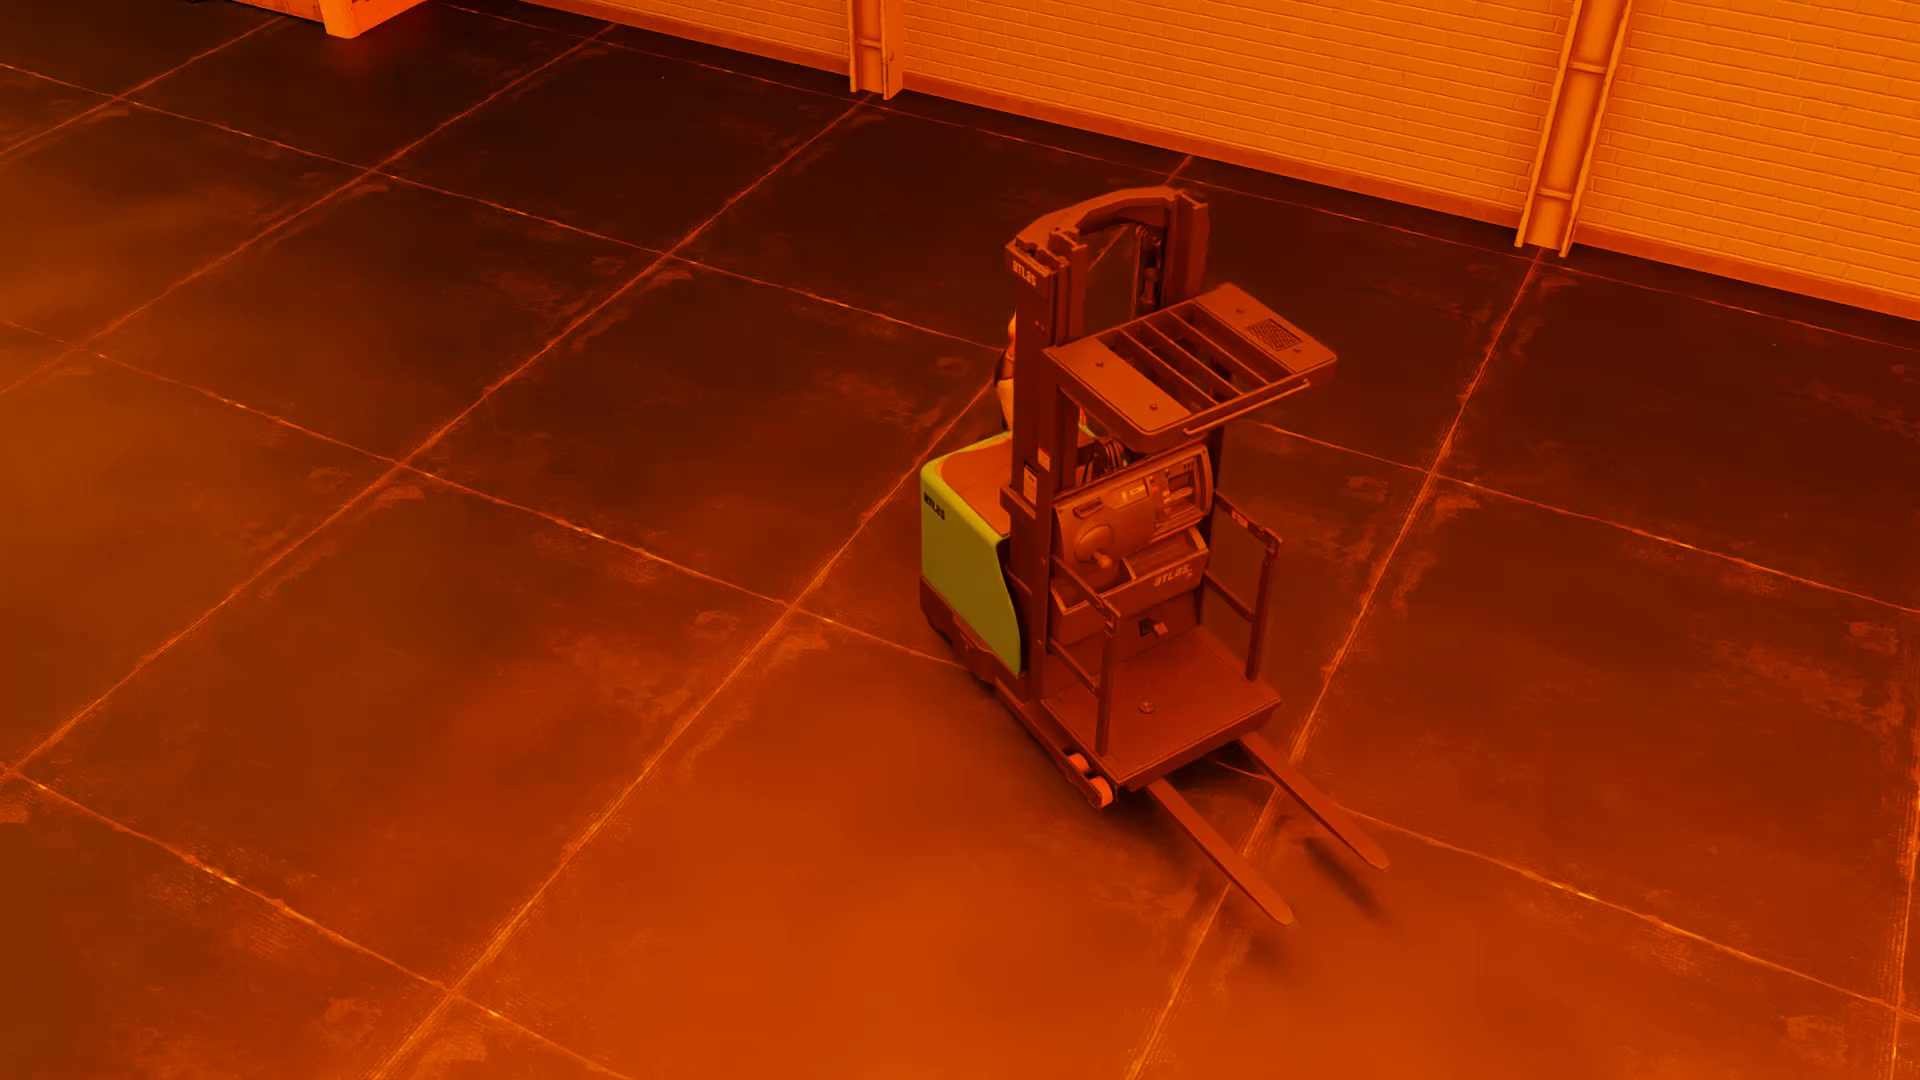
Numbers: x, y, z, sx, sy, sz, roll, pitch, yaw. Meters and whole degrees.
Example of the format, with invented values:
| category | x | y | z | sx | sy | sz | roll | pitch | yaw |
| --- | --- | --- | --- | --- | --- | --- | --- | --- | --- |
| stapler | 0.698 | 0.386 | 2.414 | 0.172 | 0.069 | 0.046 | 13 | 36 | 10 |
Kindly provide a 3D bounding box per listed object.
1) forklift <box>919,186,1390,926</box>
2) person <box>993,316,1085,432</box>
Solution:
| category | x | y | z | sx | sy | sz | roll | pitch | yaw |
| --- | --- | --- | --- | --- | --- | --- | --- | --- | --- |
| forklift | 0.985 | -0.083 | 8.085 | 1.130 | 2.935 | 3.031 | -22 | 45 | -24 |
| person | 0.516 | -0.565 | 9.679 | 0.736 | 1.596 | 0.753 | 26 | 47 | 28 |
